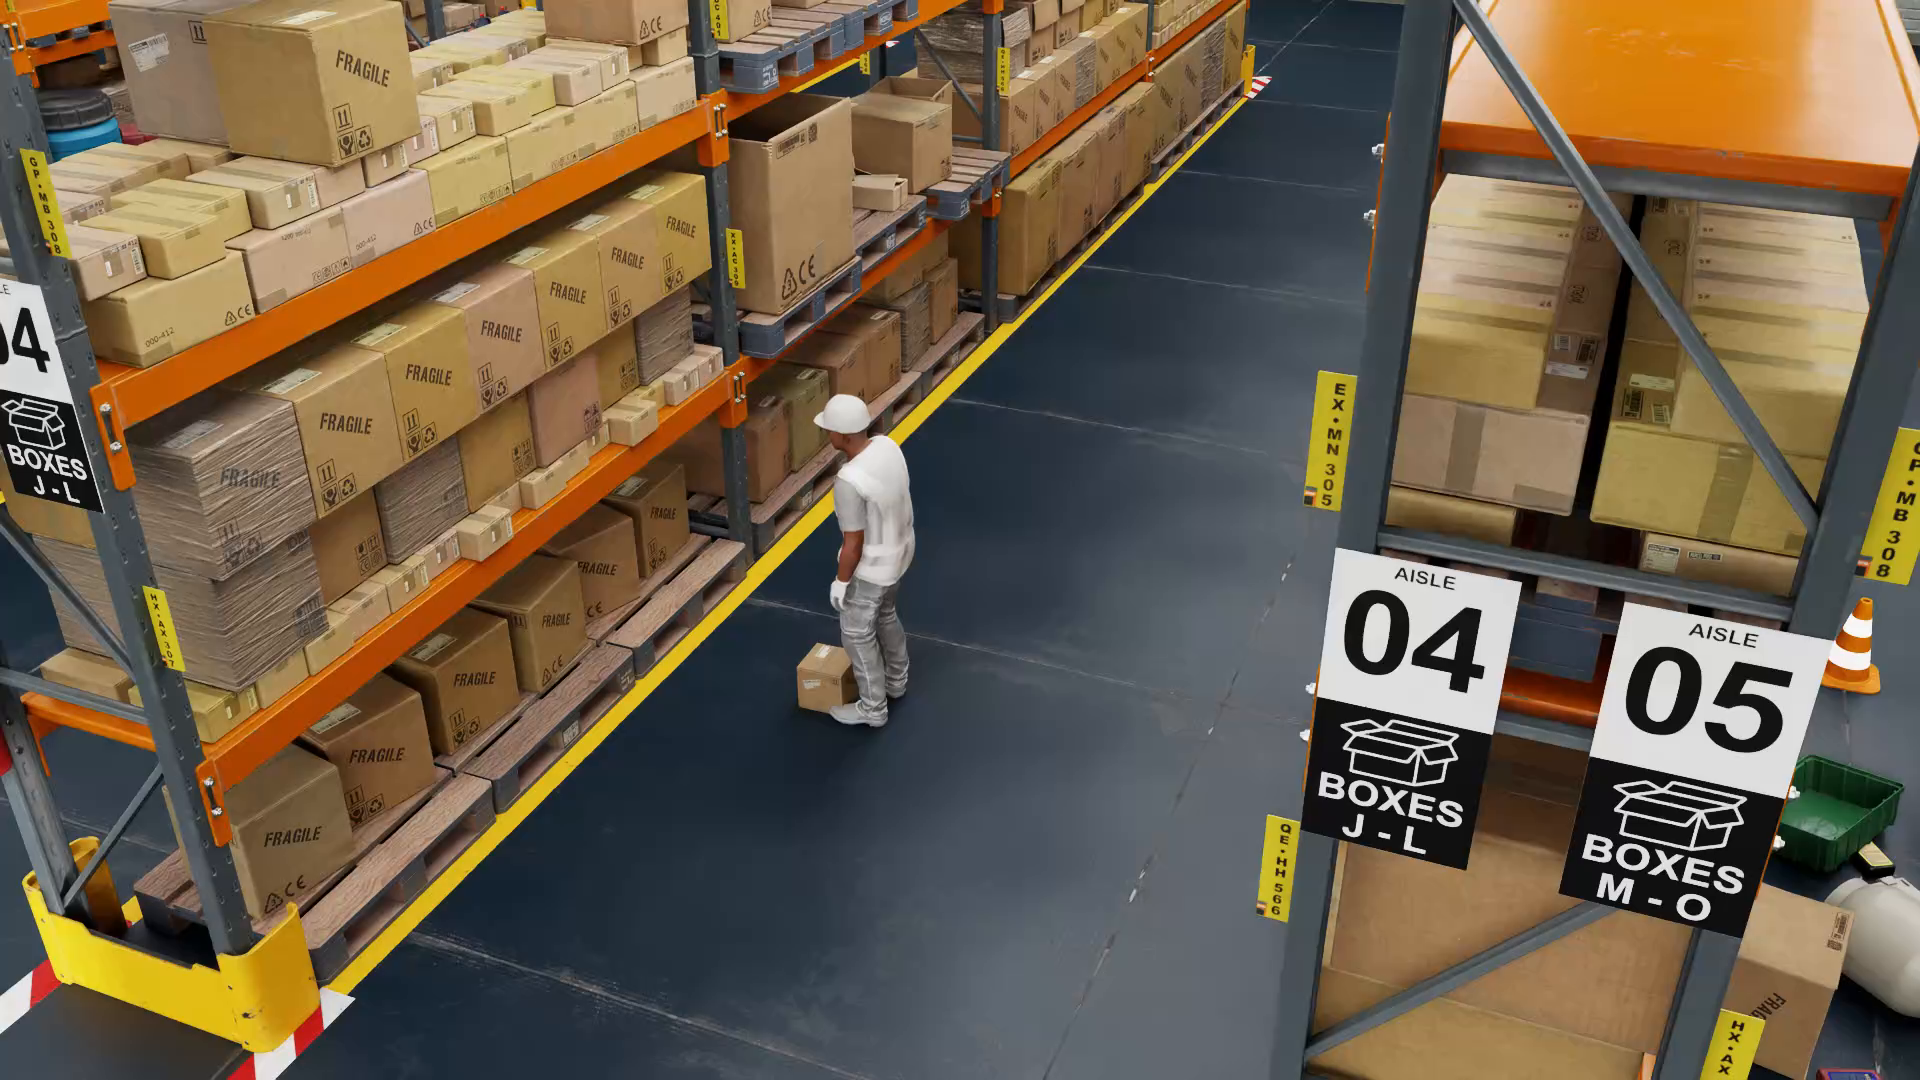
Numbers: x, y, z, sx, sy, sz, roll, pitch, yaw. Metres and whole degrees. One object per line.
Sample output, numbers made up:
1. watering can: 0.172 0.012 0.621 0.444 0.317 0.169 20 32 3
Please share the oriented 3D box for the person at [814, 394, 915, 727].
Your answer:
1. person: -0.464 0.098 8.215 0.453 1.774 0.622 11 31 19
